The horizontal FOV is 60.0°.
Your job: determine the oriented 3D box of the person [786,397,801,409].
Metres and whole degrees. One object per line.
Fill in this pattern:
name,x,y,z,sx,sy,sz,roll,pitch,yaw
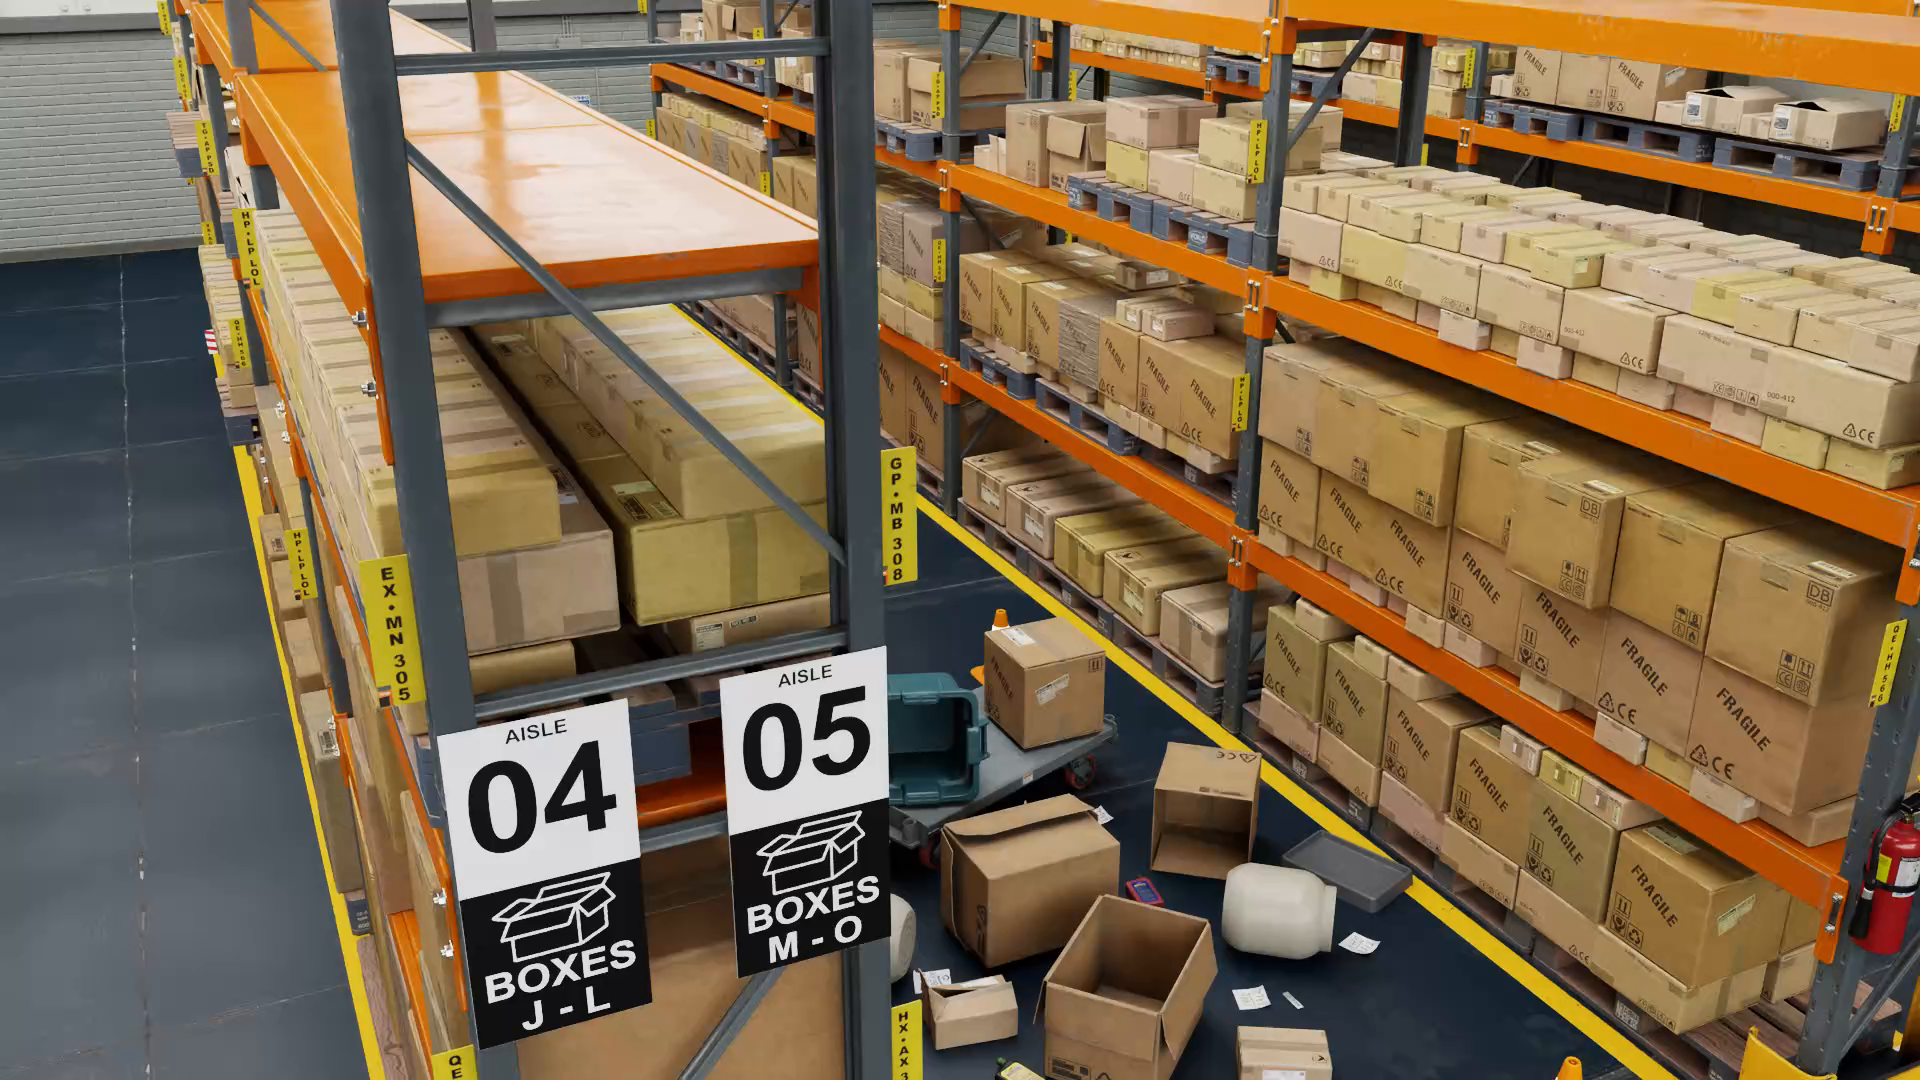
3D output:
person,-1.091,-0.088,10.800,0.593,1.746,0.501,-11,24,-25
